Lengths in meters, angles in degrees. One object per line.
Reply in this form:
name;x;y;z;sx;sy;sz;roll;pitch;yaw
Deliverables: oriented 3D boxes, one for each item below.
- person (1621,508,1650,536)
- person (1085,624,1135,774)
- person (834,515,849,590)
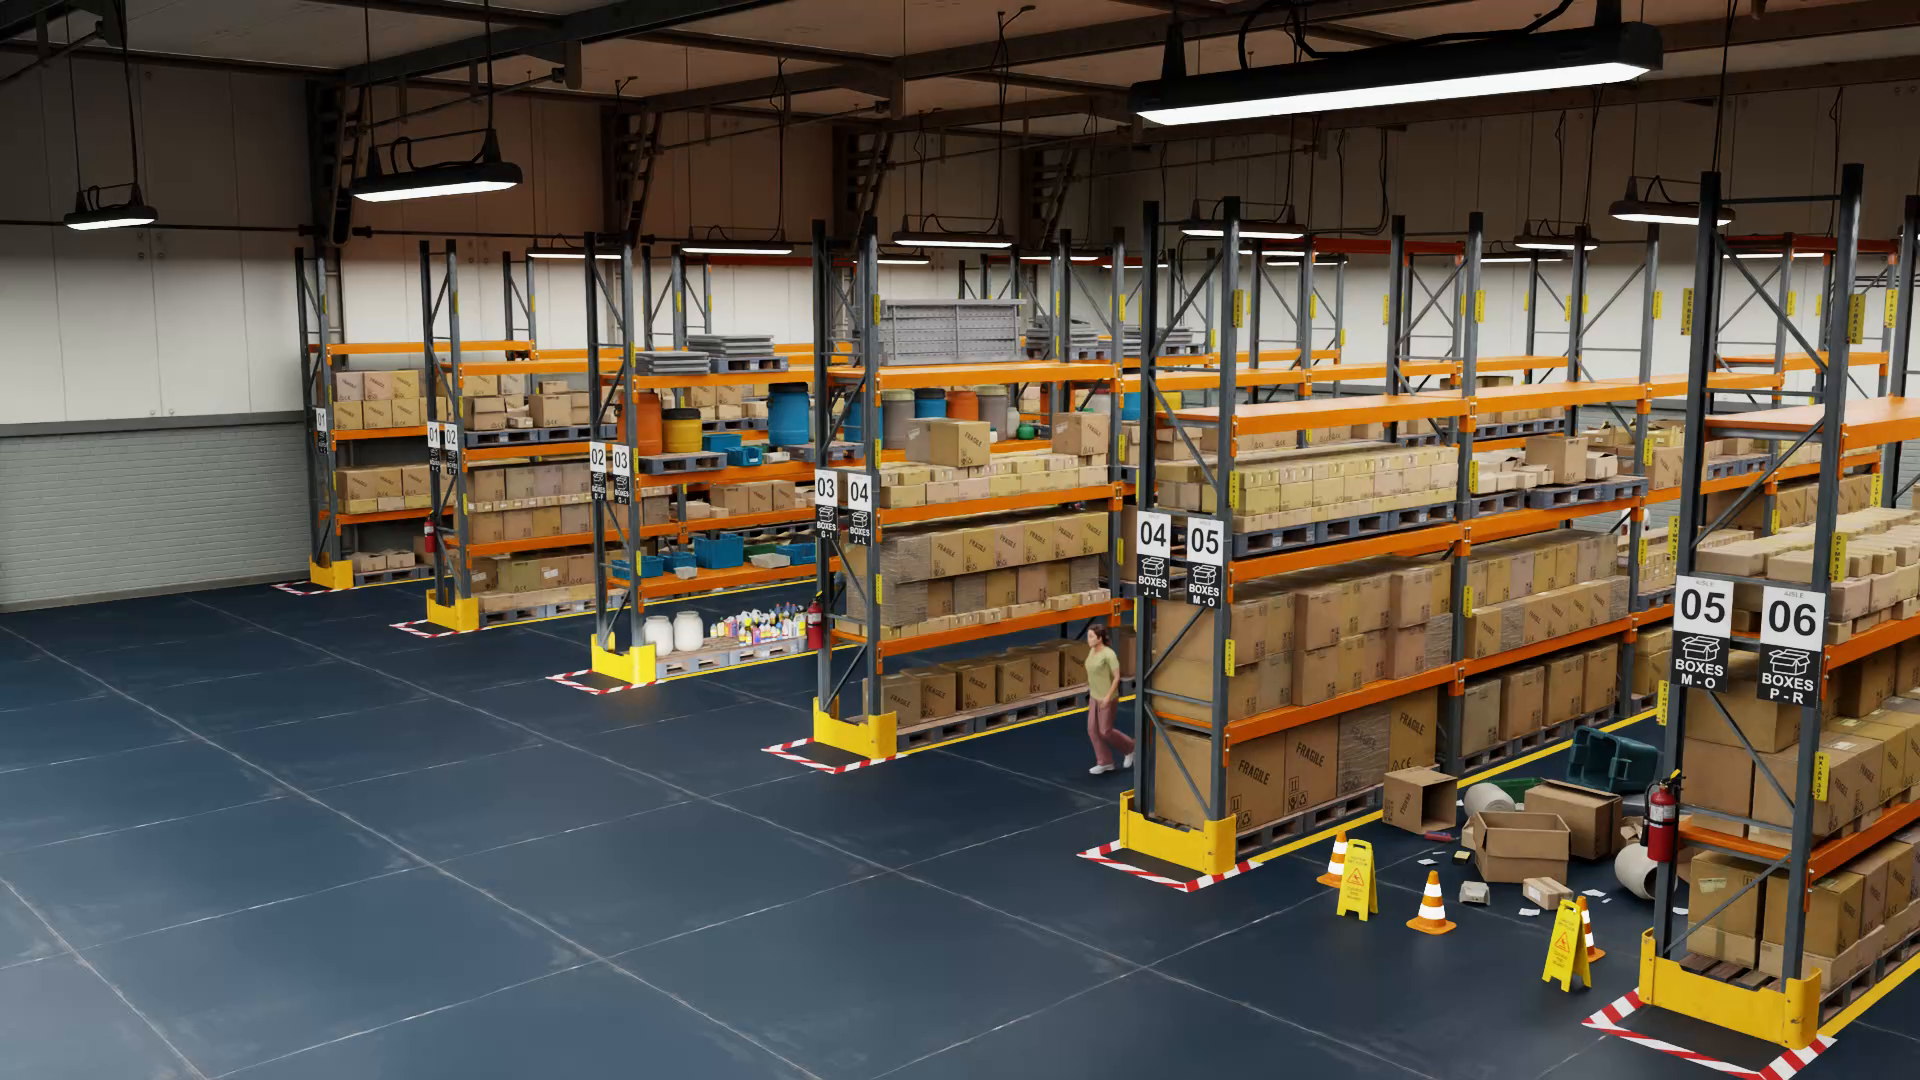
person;11.832;0.010;29.253;0.577;1.743;0.857;-1;8;-5
person;1.653;1.713;18.136;0.608;1.652;0.510;-5;10;-30
person;-1.939;0.009;29.278;0.635;1.699;1.113;5;10;31
